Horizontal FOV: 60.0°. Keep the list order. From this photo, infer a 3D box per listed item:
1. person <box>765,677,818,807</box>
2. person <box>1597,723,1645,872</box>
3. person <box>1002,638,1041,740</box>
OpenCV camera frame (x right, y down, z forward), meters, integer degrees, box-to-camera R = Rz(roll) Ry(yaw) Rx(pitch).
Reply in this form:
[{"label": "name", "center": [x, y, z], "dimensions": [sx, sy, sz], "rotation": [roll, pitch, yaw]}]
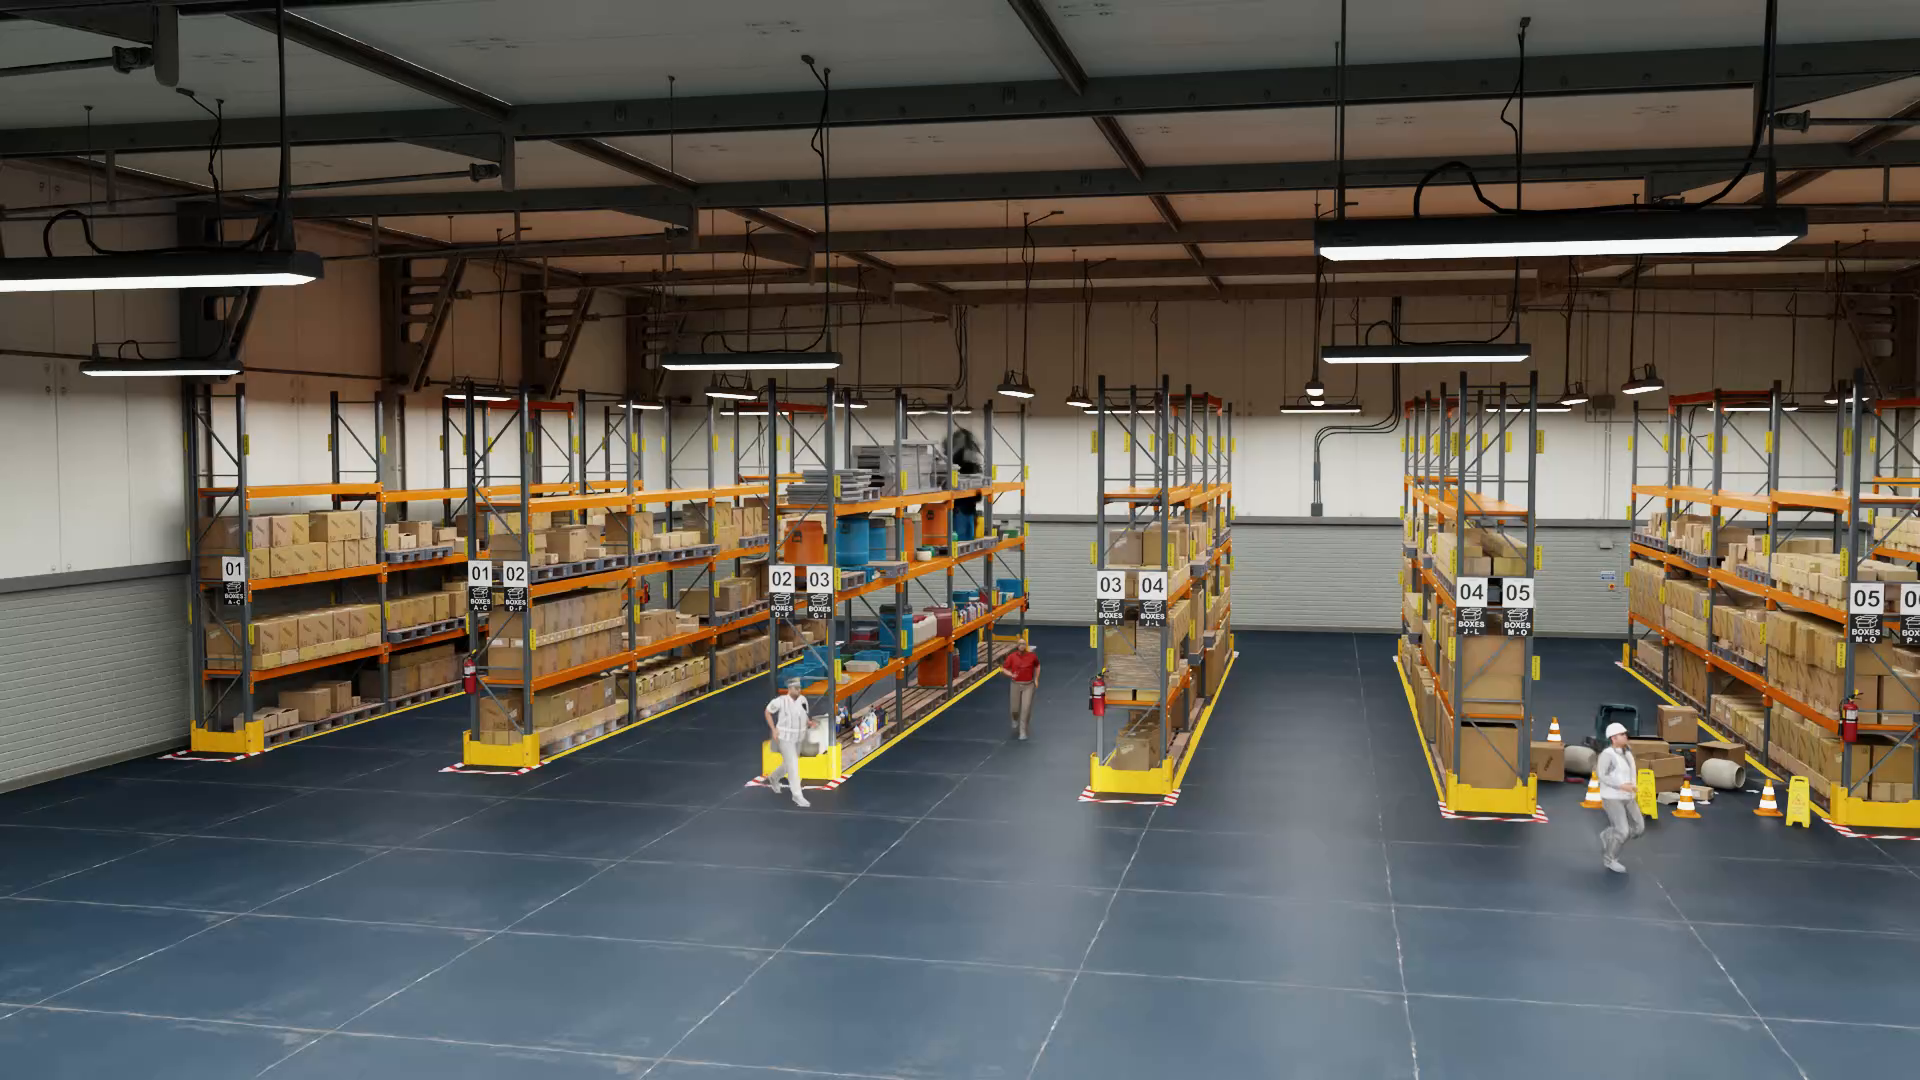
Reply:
[{"label": "person", "center": [-2.412, 2.792, 23.347], "dimensions": [0.983, 1.777, 0.626], "rotation": [3, 4, 42]}, {"label": "person", "center": [7.759, 3.019, 19.564], "dimensions": [0.698, 1.738, 0.591], "rotation": [-2, 4, -36]}, {"label": "person", "center": [1.054, 2.522, 28.433], "dimensions": [0.670, 1.698, 0.796], "rotation": [0, 3, -1]}]
